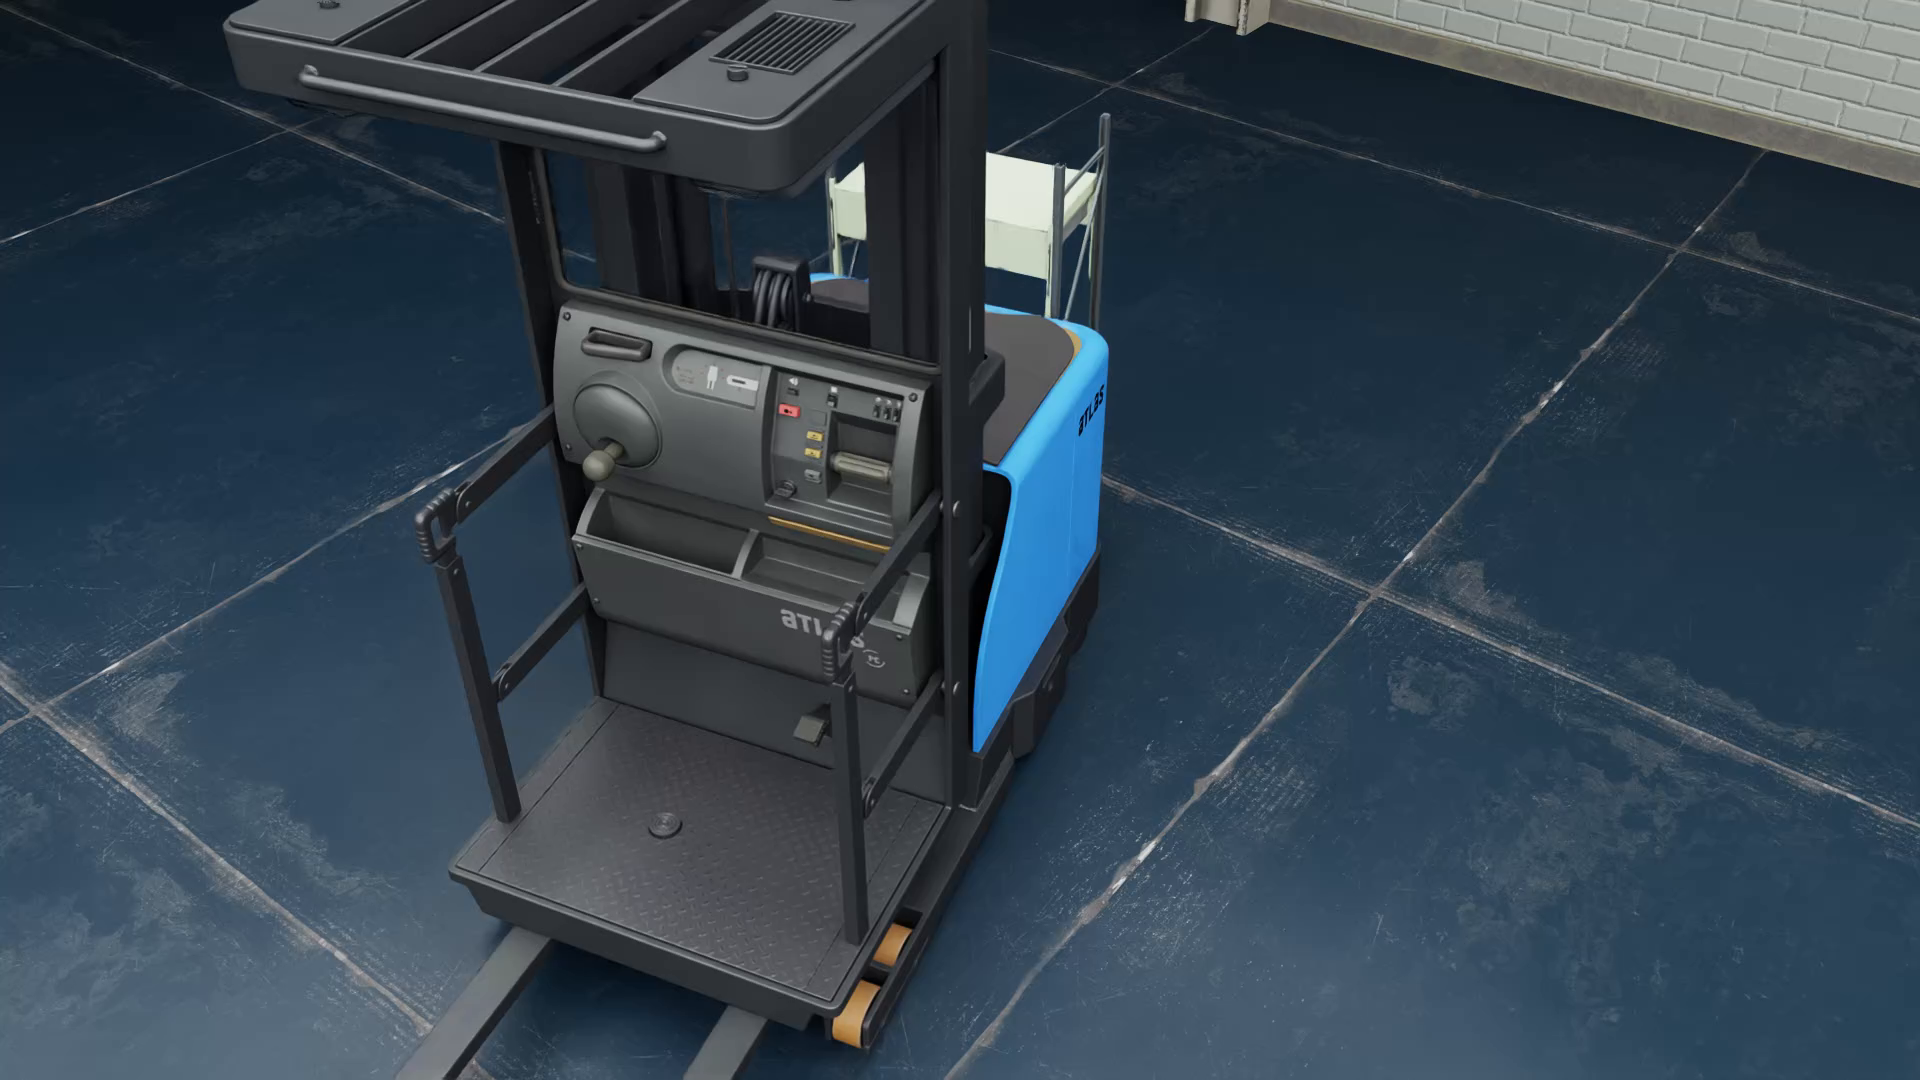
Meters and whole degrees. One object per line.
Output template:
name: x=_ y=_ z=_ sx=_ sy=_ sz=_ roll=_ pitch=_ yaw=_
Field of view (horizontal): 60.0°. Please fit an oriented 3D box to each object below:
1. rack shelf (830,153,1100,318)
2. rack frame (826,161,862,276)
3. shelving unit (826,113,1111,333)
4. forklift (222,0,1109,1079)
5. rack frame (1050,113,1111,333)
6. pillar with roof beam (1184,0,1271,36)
rack shelf: x=0.022 y=-0.963 z=5.131 sx=0.720 sy=0.370 sz=0.431 roll=16 pitch=41 yaw=19
rack frame: x=-0.311 y=-0.749 z=5.490 sx=0.023 sy=1.500 sz=0.400 roll=16 pitch=41 yaw=19
shelving unit: x=0.022 y=-0.656 z=5.371 sx=0.755 sy=1.500 sz=0.431 roll=16 pitch=41 yaw=19
forklift: x=-0.597 y=-0.196 z=3.623 sx=1.130 sy=2.935 sz=3.031 roll=15 pitch=40 yaw=18
rack frame: x=0.355 y=-0.563 z=5.252 sx=0.023 sy=1.500 sz=0.400 roll=16 pitch=41 yaw=19
pillar with roof beam: x=-1.075 y=-4.429 z=4.108 sx=0.400 sy=9.000 sz=9.100 roll=25 pitch=45 yaw=29
